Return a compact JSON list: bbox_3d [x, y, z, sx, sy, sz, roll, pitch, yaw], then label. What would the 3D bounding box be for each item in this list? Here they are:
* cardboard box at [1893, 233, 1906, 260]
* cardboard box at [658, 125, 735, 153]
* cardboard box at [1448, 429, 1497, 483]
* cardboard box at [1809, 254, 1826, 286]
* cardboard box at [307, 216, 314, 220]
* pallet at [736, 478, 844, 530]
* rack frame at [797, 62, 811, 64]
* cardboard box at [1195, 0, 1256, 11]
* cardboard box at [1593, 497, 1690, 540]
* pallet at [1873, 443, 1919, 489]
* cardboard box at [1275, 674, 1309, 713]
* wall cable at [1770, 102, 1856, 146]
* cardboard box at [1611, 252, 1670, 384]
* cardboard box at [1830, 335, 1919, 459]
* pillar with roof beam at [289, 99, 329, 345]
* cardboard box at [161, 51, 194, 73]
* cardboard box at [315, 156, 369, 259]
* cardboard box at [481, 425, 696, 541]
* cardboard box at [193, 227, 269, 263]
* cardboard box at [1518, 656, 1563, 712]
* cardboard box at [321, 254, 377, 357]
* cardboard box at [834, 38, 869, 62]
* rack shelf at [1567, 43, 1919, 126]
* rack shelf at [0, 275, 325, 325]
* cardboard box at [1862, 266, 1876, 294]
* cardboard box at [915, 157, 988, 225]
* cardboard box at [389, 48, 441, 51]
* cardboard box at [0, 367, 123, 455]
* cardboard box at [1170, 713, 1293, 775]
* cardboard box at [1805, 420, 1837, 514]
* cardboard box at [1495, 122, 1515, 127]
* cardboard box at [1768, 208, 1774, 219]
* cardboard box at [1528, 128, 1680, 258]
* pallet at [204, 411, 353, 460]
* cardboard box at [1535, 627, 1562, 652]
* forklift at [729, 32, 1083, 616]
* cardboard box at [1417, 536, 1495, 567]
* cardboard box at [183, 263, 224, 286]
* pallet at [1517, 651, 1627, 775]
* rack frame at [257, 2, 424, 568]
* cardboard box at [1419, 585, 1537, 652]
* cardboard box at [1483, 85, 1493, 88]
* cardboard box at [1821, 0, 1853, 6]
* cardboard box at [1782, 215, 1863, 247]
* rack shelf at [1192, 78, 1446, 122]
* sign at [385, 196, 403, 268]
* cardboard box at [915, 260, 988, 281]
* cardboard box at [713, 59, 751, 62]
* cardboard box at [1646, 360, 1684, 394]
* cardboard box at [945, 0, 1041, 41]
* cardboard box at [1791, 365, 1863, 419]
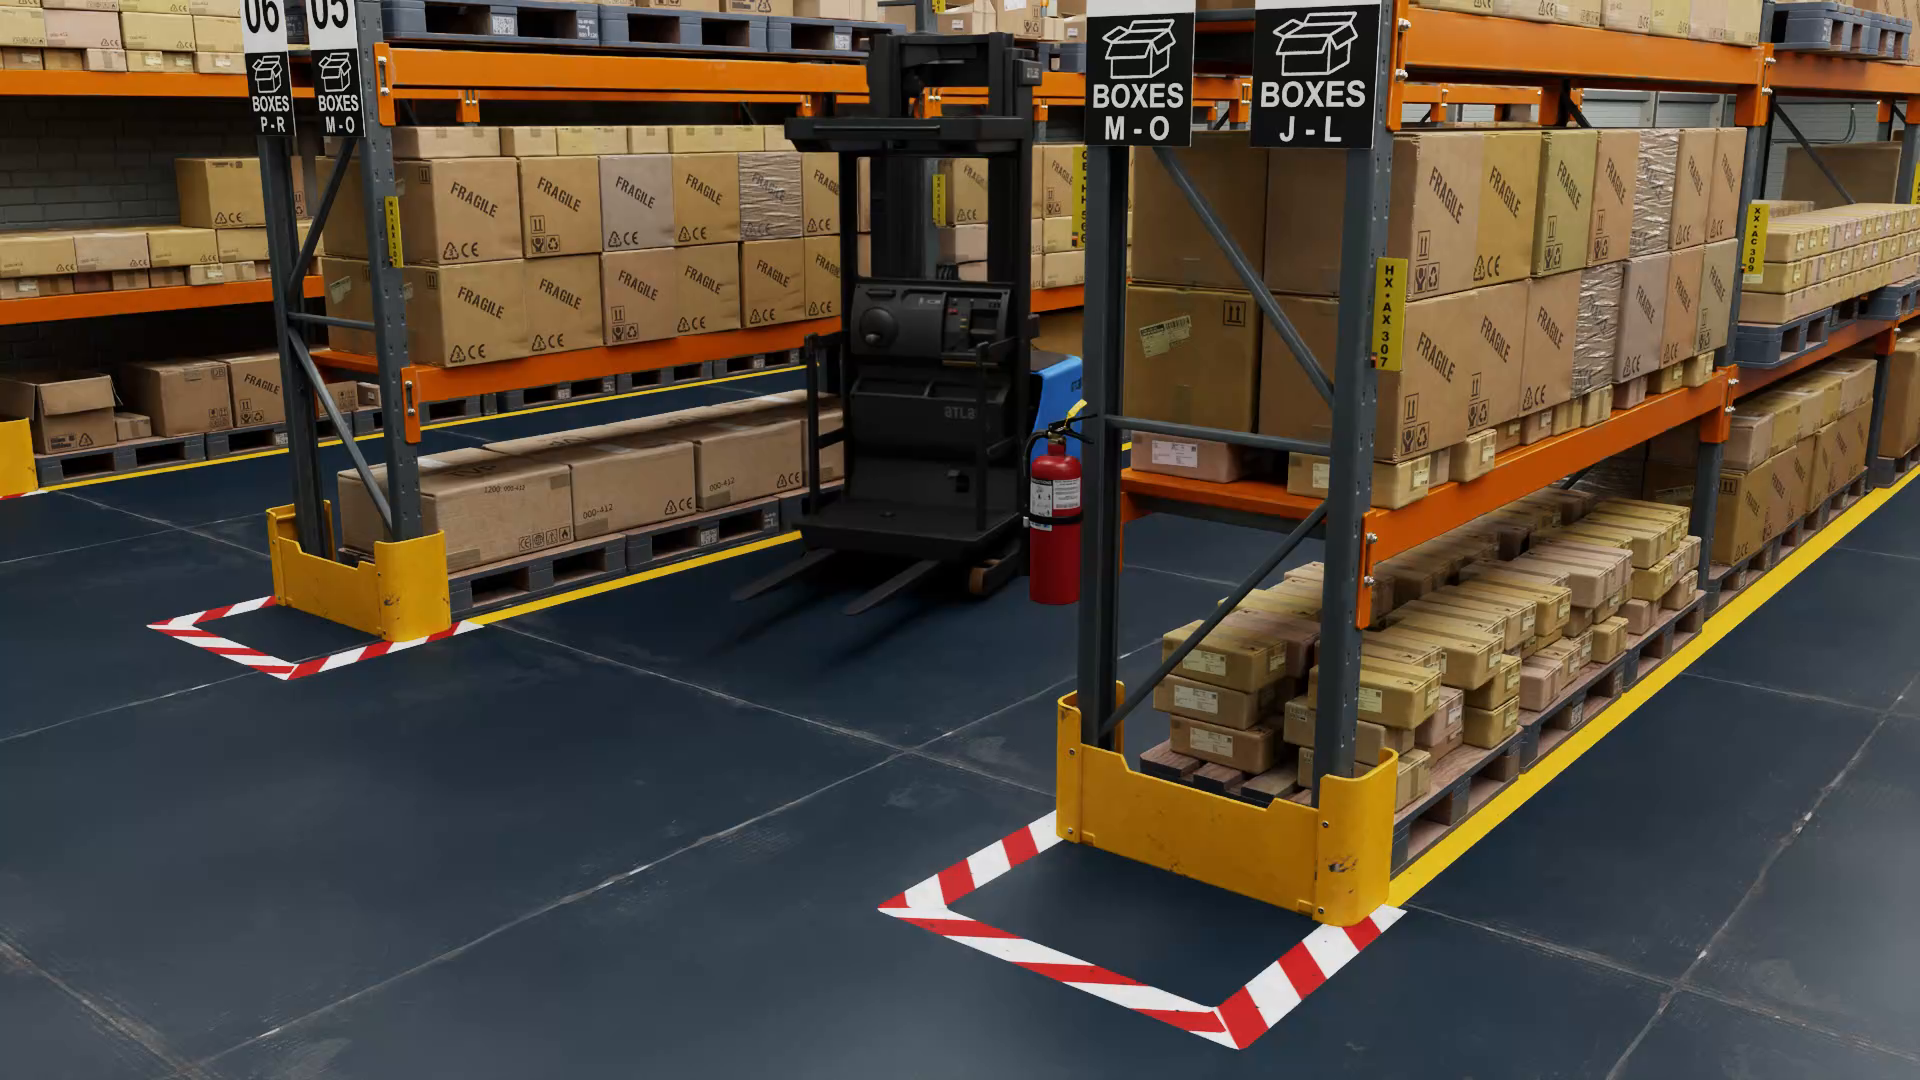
[{"bbox_3d":[5.574,-1.817,10.235,0.380,0.149,0.250,12,18,39],"label":"cardboard box"},{"bbox_3d":[-1.509,-2.293,9.507,0.380,0.149,0.250,11,18,38],"label":"cardboard box"},{"bbox_3d":[1.629,-0.314,5.776,0.380,0.149,0.250,11,18,36],"label":"cardboard box"},{"bbox_3d":[4.275,-1.421,8.680,0.380,0.149,0.250,12,18,39],"label":"cardboard box"},{"bbox_3d":[-5.261,-2.527,13.679,0.500,0.250,0.500,11,18,37],"label":"cardboard box"},{"bbox_3d":[-1.106,-0.353,11.086,1.003,0.211,1.213,11,18,38],"label":"pallet"},{"bbox_3d":[-1.916,-6.280,16.566,1.000,3.000,0.127,11,18,38],"label":"rack frame"},{"bbox_3d":[0.912,-1.835,5.466,0.500,0.250,0.500,11,18,36],"label":"cardboard box"},{"bbox_3d":[3.325,-0.094,8.128,0.380,0.149,0.250,12,18,39],"label":"cardboard box"},{"bbox_3d":[6.415,-0.646,12.236,1.003,0.211,1.213,11,18,38],"label":"pallet"},{"bbox_3d":[1.148,0.521,6.312,0.380,0.149,0.250,11,18,36],"label":"cardboard box"},{"bbox_3d":[23.708,-12.418,47.034,3.097,2.526,0.112,11,18,38],"label":"wall cable"},{"bbox_3d":[2.621,-0.954,6.978,0.500,0.500,0.500,11,18,37],"label":"cardboard box"},{"bbox_3d":[6.313,-1.074,11.974,1.050,0.750,0.750,11,18,37],"label":"cardboard box"},{"bbox_3d":[-2.221,-4.854,10.952,9.100,9.000,0.400,11,18,38],"label":"pillar with roof beam"},{"bbox_3d":[-5.741,-3.438,11.981,0.380,0.149,0.250,11,18,37],"label":"cardboard box"},{"bbox_3d":[-2.963,-1.735,8.626,0.500,0.500,0.500,12,19,39],"label":"cardboard box"},{"bbox_3d":[-2.176,-0.353,9.770,0.875,0.438,0.875,12,18,39],"label":"cardboard box"},{"bbox_3d":[-5.512,-2.252,12.596,0.500,0.250,0.500,11,18,36],"label":"cardboard box"},{"bbox_3d":[2.219,0.560,6.762,0.380,0.149,0.250,10,17,35],"label":"cardboard box"},{"bbox_3d":[-2.984,-1.254,8.765,0.500,0.500,0.500,11,18,38],"label":"cardboard box"},{"bbox_3d":[-1.271,-5.227,17.256,0.500,0.500,0.500,11,18,38],"label":"cardboard box"},{"bbox_3d":[4.603,-2.580,9.556,1.077,0.370,4.000,11,18,38],"label":"rack shelf"},{"bbox_3d":[-5.687,-1.874,12.870,1.077,0.370,4.000,11,18,38],"label":"rack shelf"},{"bbox_3d":[5.098,-1.529,9.708,0.380,0.149,0.250,12,19,39],"label":"cardboard box"},{"bbox_3d":[-0.067,-2.411,11.289,0.500,0.500,0.500,12,18,38],"label":"cardboard box"},{"bbox_3d":[-4.539,-4.000,13.385,0.500,0.250,0.500,11,18,38],"label":"cardboard box"},{"bbox_3d":[-6.486,-0.936,11.932,0.797,0.503,0.637,10,18,35],"label":"cardboard box"},{"bbox_3d":[1.001,0.719,6.136,0.380,0.149,0.250,12,18,38],"label":"cardboard box"},{"bbox_3d":[5.001,-0.481,10.147,0.500,0.500,0.500,10,18,35],"label":"cardboard box"},{"bbox_3d":[5.581,-4.285,18.060,0.700,0.500,0.500,11,18,36],"label":"cardboard box"},{"bbox_3d":[4.759,-1.969,10.229,0.380,0.149,0.250,12,19,40],"label":"cardboard box"},{"bbox_3d":[2.608,-1.442,6.867,0.500,0.500,0.500,12,18,39],"label":"cardboard box"},{"bbox_3d":[-5.629,-0.888,13.191,1.003,0.211,1.213,11,18,38],"label":"pallet"},{"bbox_3d":[2.317,0.337,7.038,0.380,0.149,0.250,12,19,40],"label":"cardboard box"},{"bbox_3d":[-0.246,-1.228,9.005,1.130,2.935,3.031,6,15,21],"label":"forklift"},{"bbox_3d":[2.152,0.086,7.421,0.380,0.149,0.250,10,18,35],"label":"cardboard box"},{"bbox_3d":[-5.676,-1.978,12.326,0.380,0.149,0.250,11,18,36],"label":"cardboard box"},{"bbox_3d":[2.185,0.628,7.220,1.003,0.211,1.213,11,18,38],"label":"pallet"},{"bbox_3d":[-3.081,-1.072,8.252,1.000,3.000,0.127,11,18,38],"label":"rack frame"},{"bbox_3d":[2.037,0.304,6.561,0.380,0.149,0.250,12,19,40],"label":"cardboard box"},{"bbox_3d":[5.490,-4.922,17.823,0.380,0.149,0.250,11,18,36],"label":"cardboard box"},{"bbox_3d":[4.419,-3.075,8.979,0.797,0.503,0.637,11,18,37],"label":"cardboard box"},{"bbox_3d":[4.764,-1.714,9.227,0.380,0.149,0.250,12,19,40],"label":"cardboard box"},{"bbox_3d":[3.204,-4.093,15.510,1.077,0.370,4.000,11,18,38],"label":"rack shelf"},{"bbox_3d":[-2.653,-1.443,7.794,0.100,0.325,0.005,11,18,38],"label":"sign"},{"bbox_3d":[-0.085,-1.809,11.457,0.500,0.250,0.500,11,18,36],"label":"cardboard box"},{"bbox_3d":[-2.365,-4.521,16.039,0.500,0.250,0.500,11,18,38],"label":"cardboard box"},{"bbox_3d":[3.057,-0.771,7.576,0.380,0.149,0.250,12,19,40],"label":"cardboard box"},{"bbox_3d":[0.212,-3.668,11.322,0.500,0.500,0.500,11,18,37],"label":"cardboard box"},{"bbox_3d":[5.326,-0.943,10.445,0.500,0.250,0.500,12,18,38],"label":"cardboard box"}]
